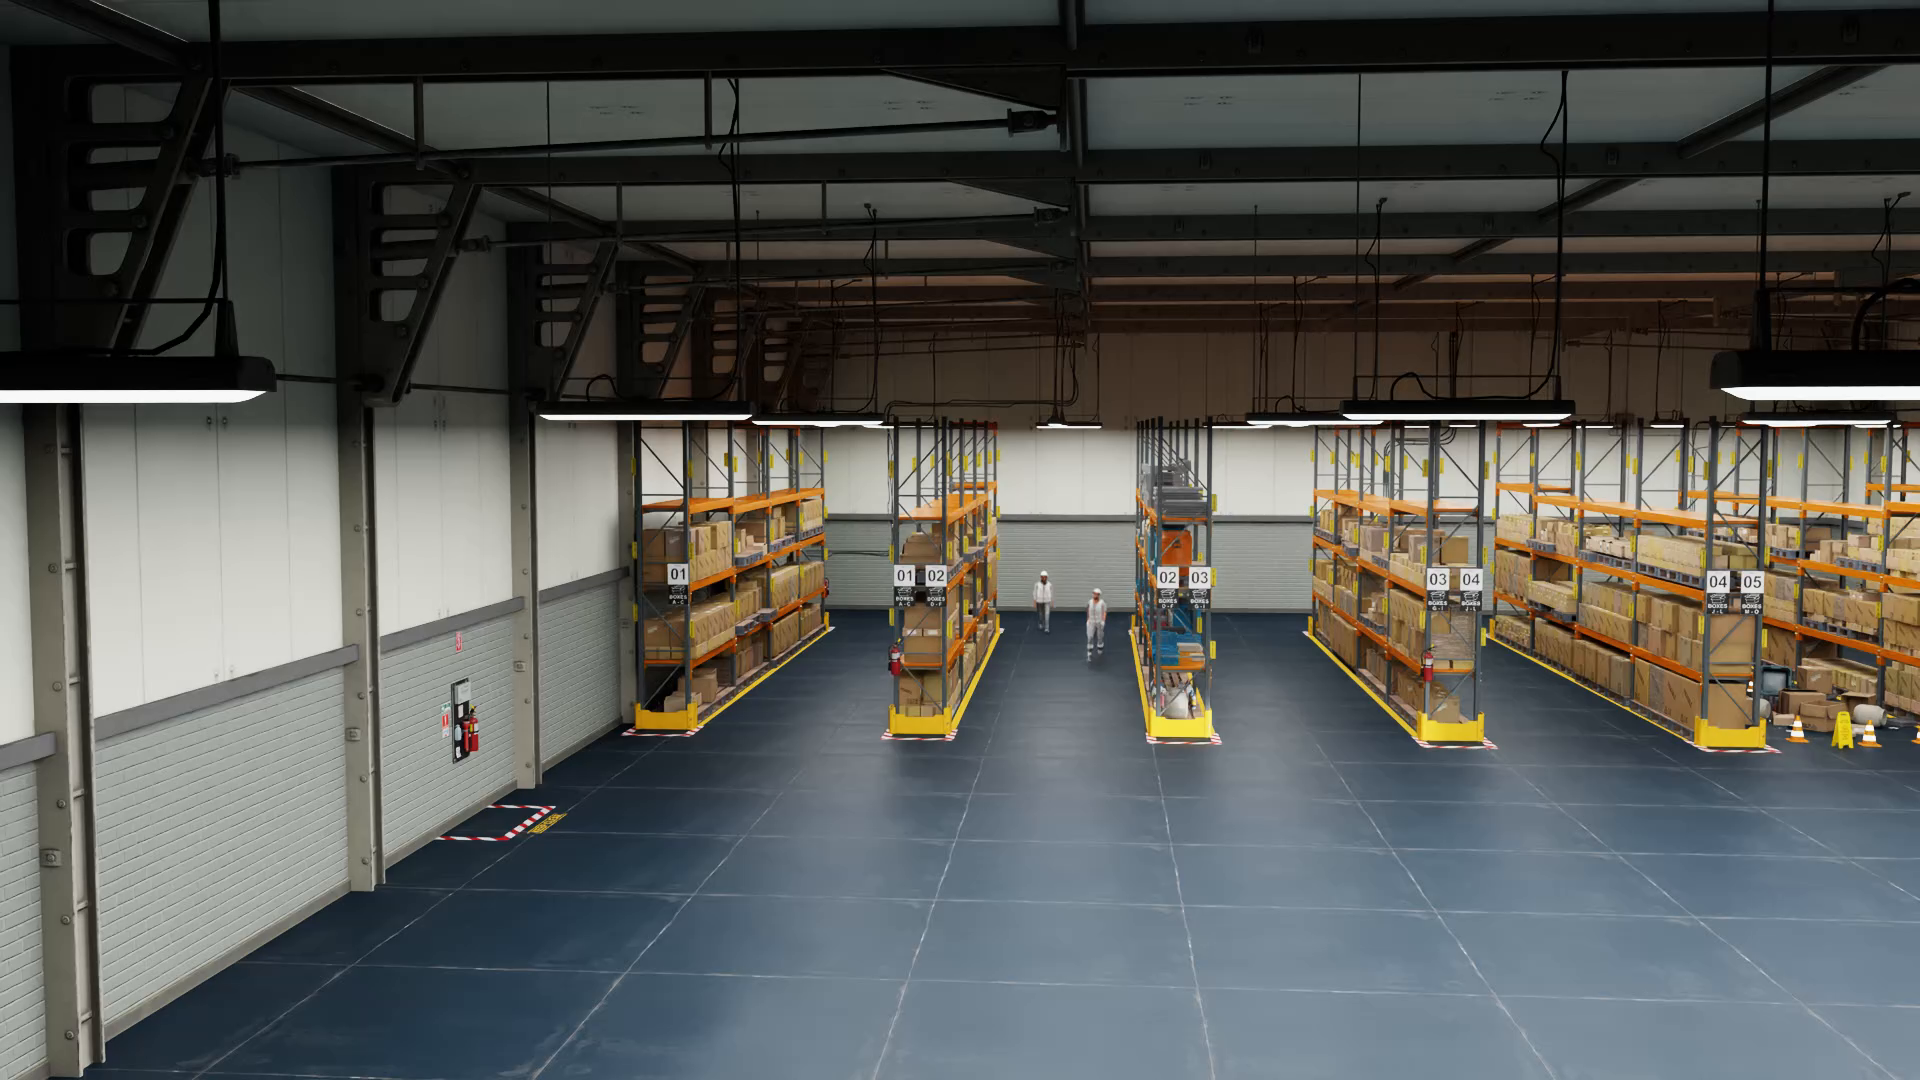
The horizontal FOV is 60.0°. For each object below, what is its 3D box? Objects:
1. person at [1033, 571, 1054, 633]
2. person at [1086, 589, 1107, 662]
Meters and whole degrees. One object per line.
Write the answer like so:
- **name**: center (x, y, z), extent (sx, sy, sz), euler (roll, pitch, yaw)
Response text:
- **person**: center (2.385, 1.729, 47.588), extent (0.588, 1.673, 0.914), euler (0, 4, 2)
- **person**: center (3.418, 2.118, 41.688), extent (0.545, 1.791, 0.904), euler (1, 4, 14)
